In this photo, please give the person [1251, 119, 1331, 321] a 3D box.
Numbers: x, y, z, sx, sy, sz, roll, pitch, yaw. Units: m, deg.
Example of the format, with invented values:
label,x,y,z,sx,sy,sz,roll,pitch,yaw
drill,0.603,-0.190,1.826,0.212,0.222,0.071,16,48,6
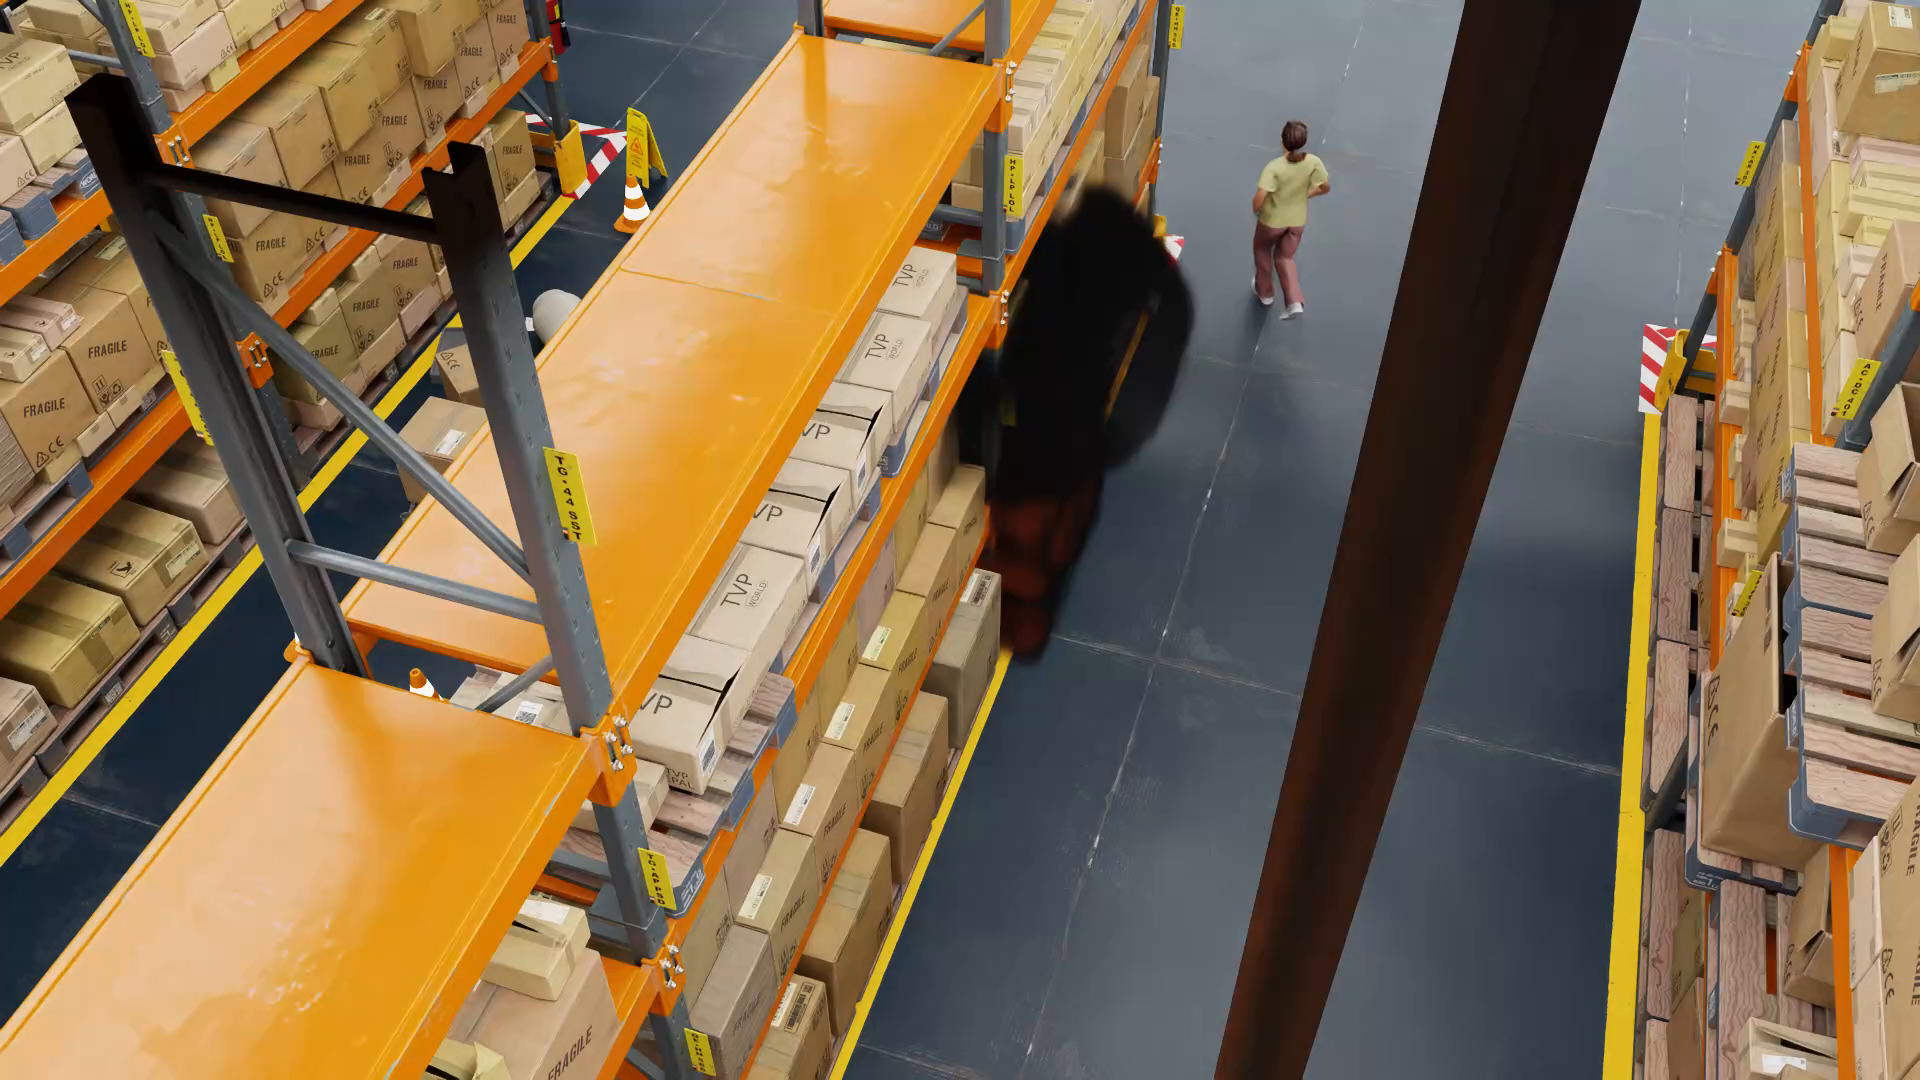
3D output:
label,x,y,z,sx,sy,sz,roll,pitch,yaw
person,2.396,-2.316,12.233,0.602,1.630,0.804,-8,46,-8
